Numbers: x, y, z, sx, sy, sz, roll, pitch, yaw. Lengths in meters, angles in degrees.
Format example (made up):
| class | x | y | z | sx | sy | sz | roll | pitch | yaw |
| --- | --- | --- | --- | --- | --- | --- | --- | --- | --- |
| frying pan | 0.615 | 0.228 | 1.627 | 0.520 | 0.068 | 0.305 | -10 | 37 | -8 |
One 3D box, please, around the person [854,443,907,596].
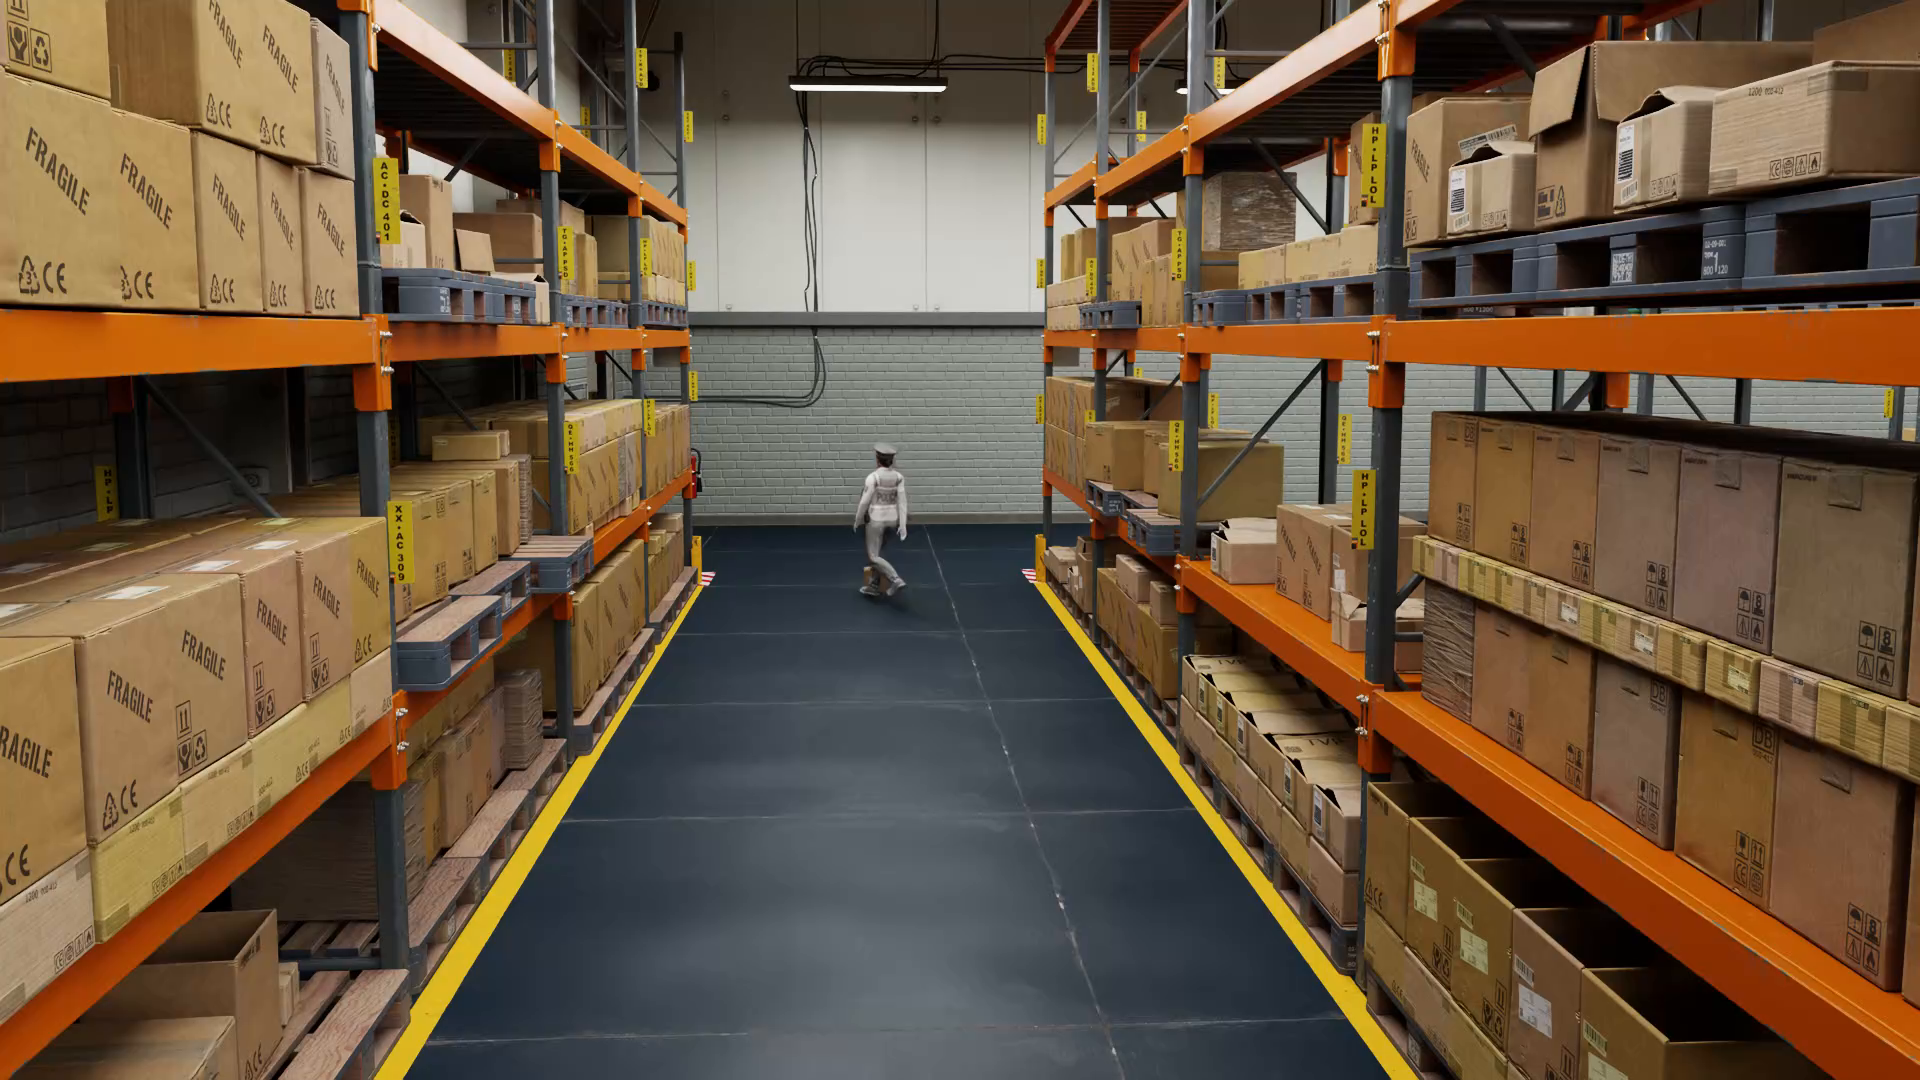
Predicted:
| class | x | y | z | sx | sy | sz | roll | pitch | yaw |
| --- | --- | --- | --- | --- | --- | --- | --- | --- | --- |
| person | -0.830 | -0.194 | 17.281 | 0.488 | 1.635 | 0.939 | -6 | 9 | -42 |
